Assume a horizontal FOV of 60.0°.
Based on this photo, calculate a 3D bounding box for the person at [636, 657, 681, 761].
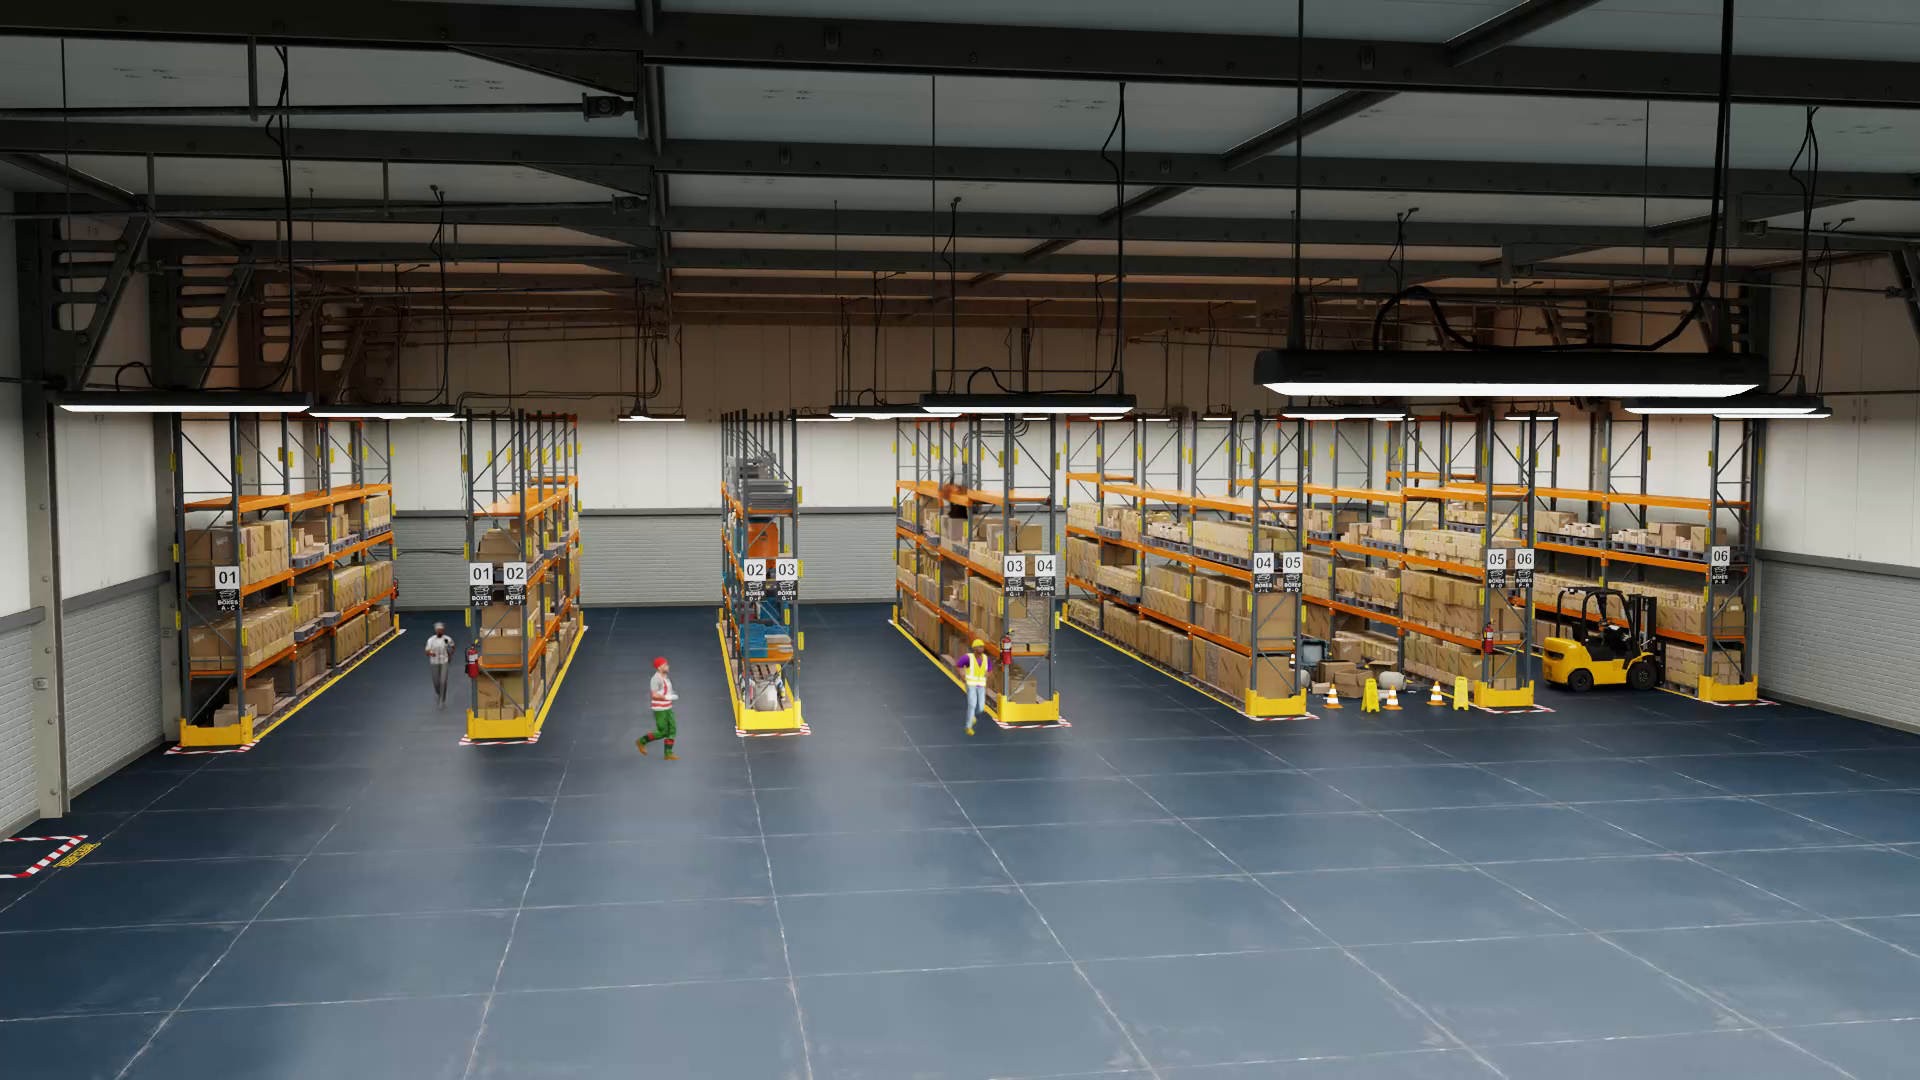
[{"bbox_3d":[-5.116,2.868,28.264,0.782,1.757,0.663,1,4,8],"label":"person"}]

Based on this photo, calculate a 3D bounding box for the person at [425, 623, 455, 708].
[{"bbox_3d":[-10.520,2.504,33.647,0.586,1.685,0.891,-1,4,-14],"label":"person"}]

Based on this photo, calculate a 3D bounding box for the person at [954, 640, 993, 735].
[{"bbox_3d":[0.297,2.718,31.084,0.733,1.724,0.825,-2,4,-24],"label":"person"}]
